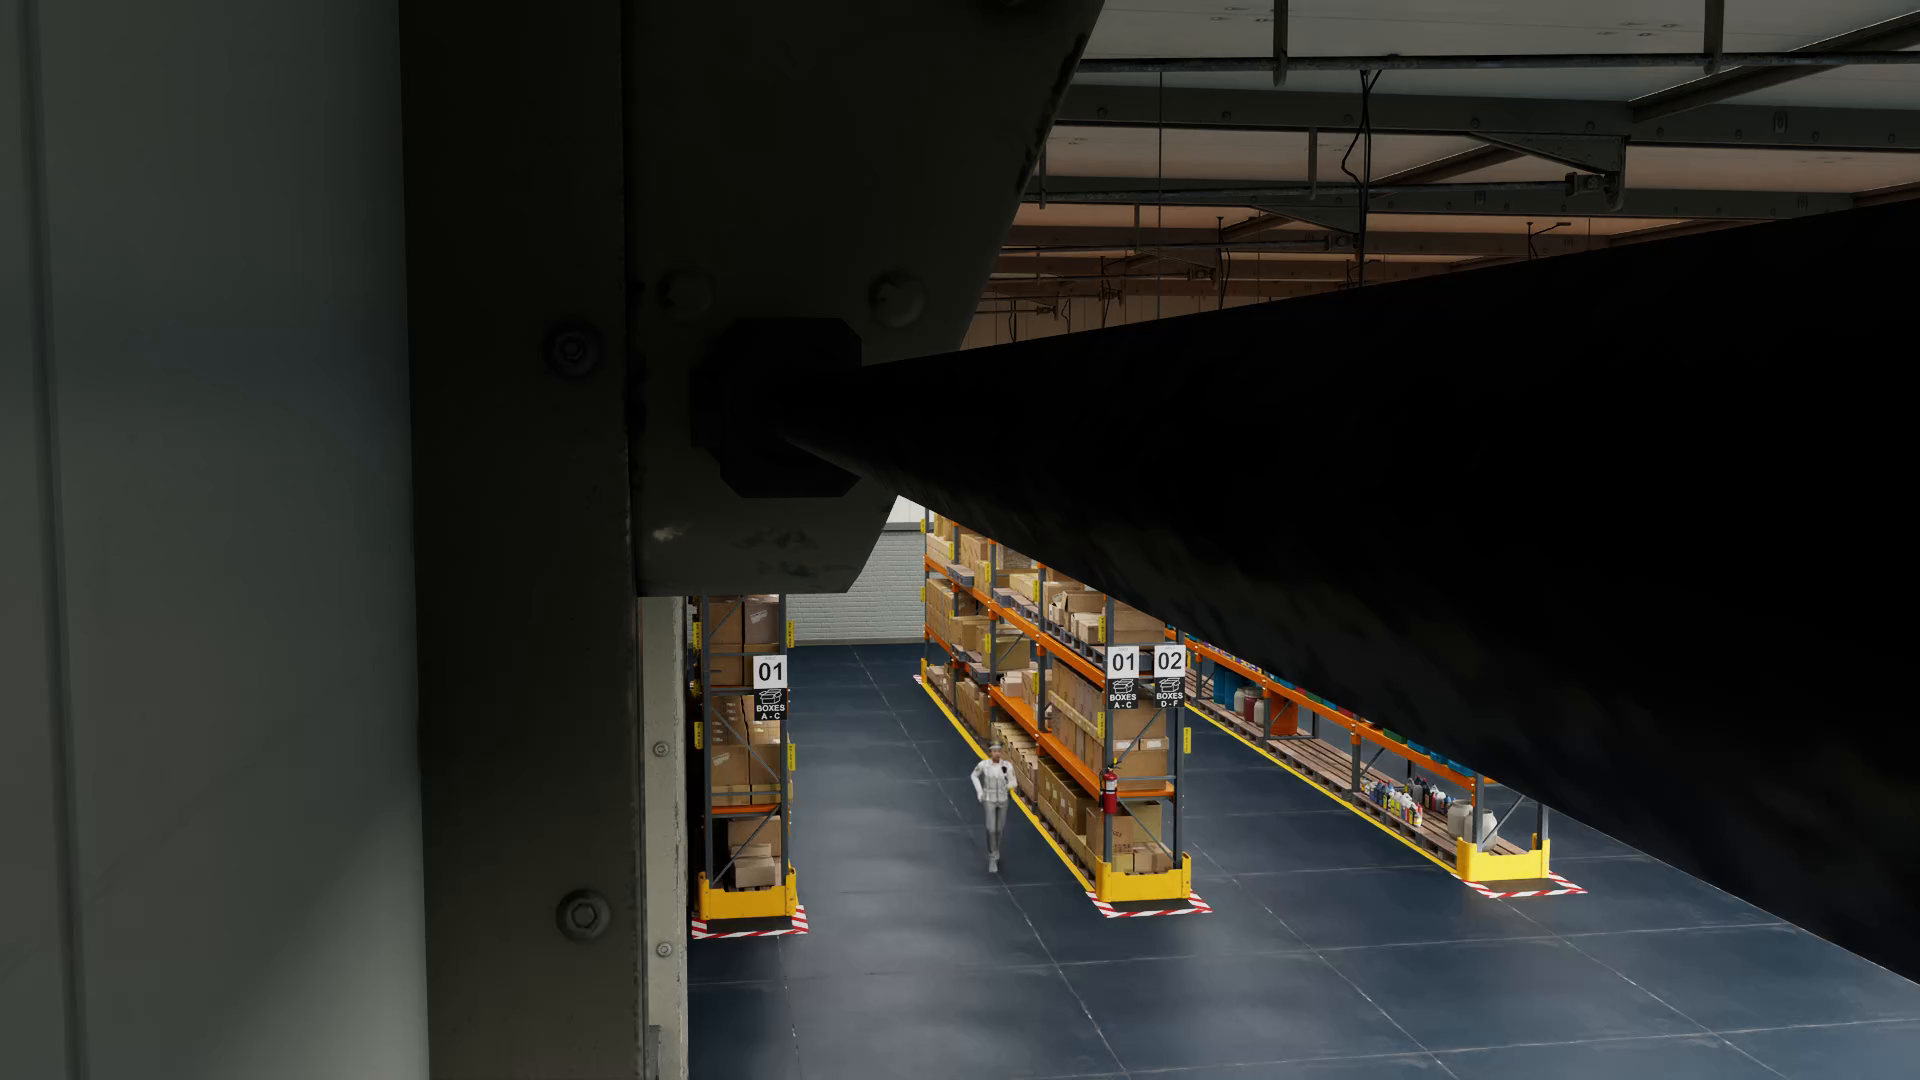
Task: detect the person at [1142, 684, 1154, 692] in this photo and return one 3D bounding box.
[{"bbox_3d":[3.405,2.770,30.532,0.709,1.775,0.770,-1,5,-16],"label":"person"}]

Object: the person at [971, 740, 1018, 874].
[{"bbox_3d":[0.474,3.530,22.248,0.594,1.751,0.717,-1,5,-9],"label":"person"}]
